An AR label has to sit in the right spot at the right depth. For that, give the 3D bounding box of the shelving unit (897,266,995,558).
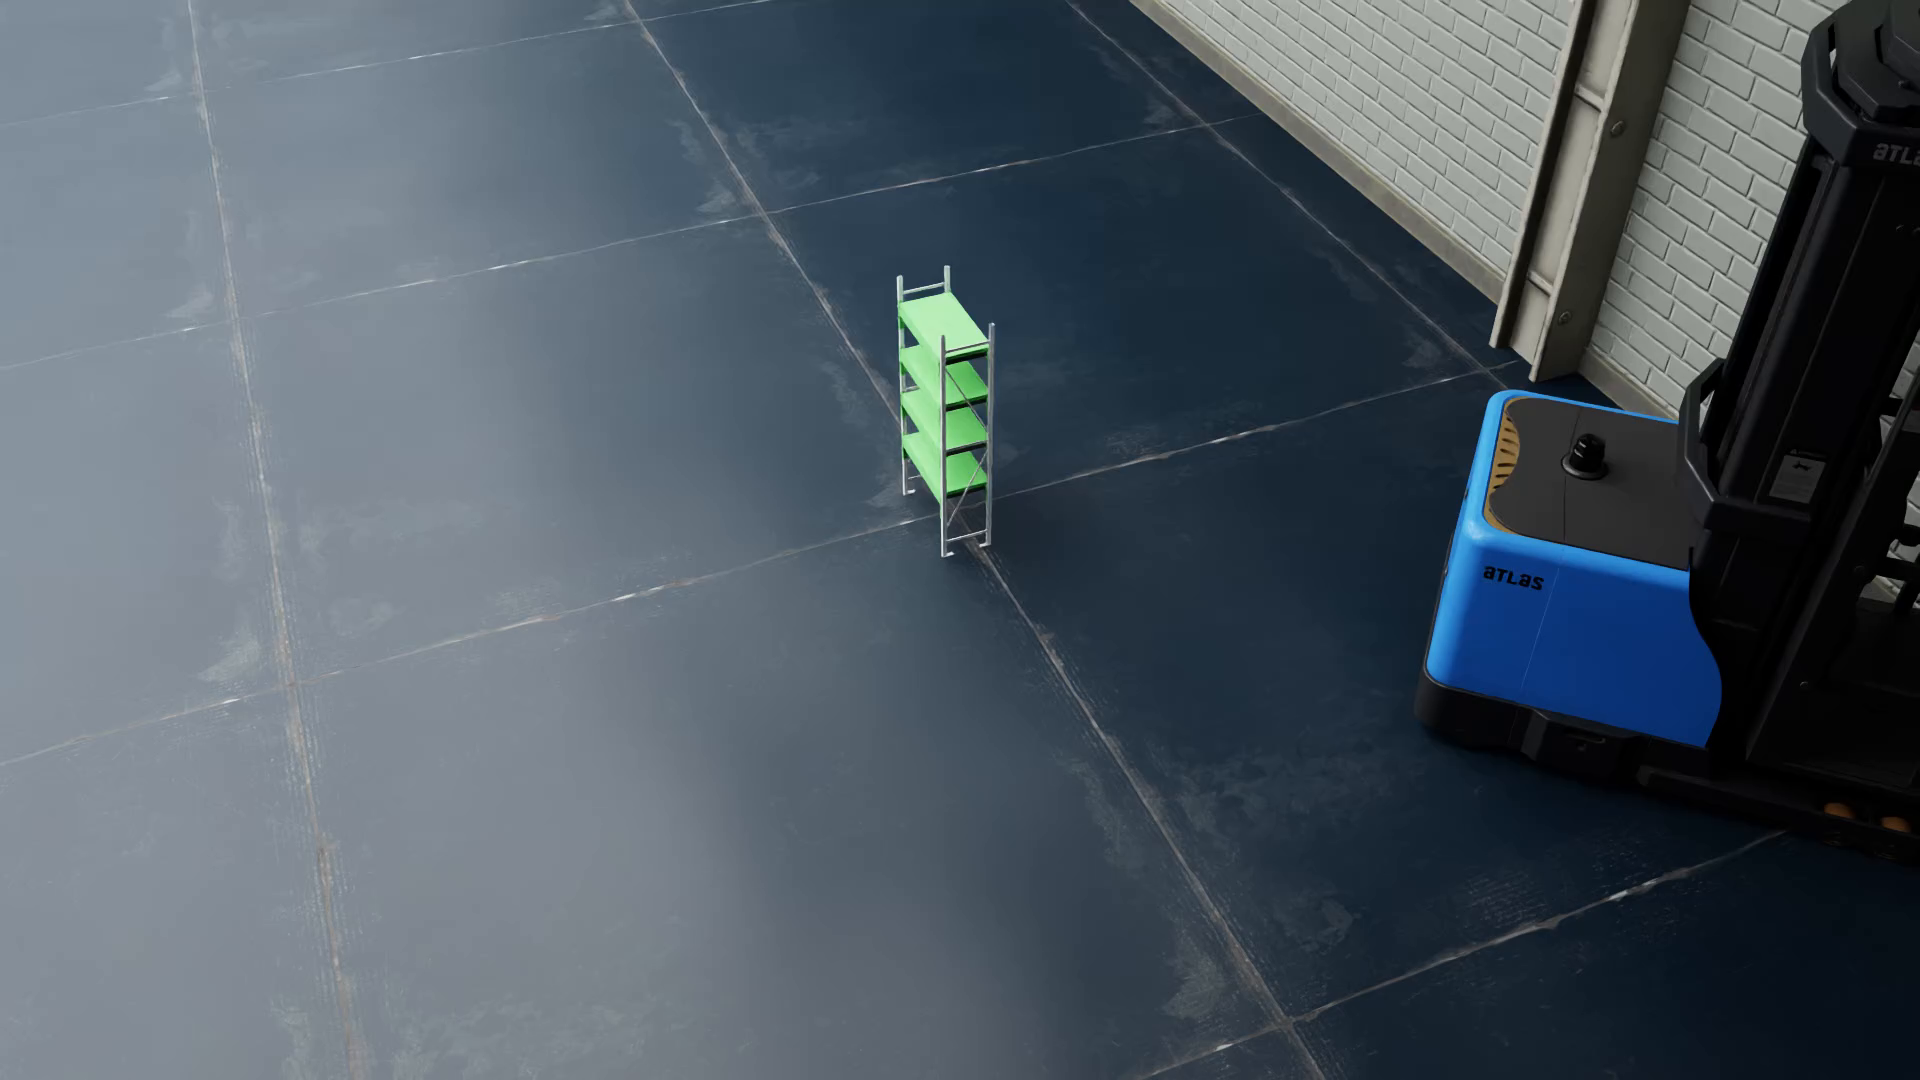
[{"bbox_3d":[-0.063,-0.555,7.393,0.258,1.200,0.503,-15,43,-17],"label":"shelving unit"}]

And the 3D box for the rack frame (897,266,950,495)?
[{"bbox_3d":[-0.157,-0.702,7.564,0.240,1.200,0.015,-15,43,-17],"label":"rack frame"}]

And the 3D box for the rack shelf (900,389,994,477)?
[{"bbox_3d":[-0.063,-0.506,7.435,0.258,0.148,0.480,-15,43,-17],"label":"rack shelf"}]

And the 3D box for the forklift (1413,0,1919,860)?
[{"bbox_3d":[3.412,-0.302,5.772,3.031,2.935,1.130,13,42,15],"label":"forklift"}]

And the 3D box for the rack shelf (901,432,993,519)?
[{"bbox_3d":[-0.063,-0.324,7.592,0.258,0.148,0.480,-15,43,-17],"label":"rack shelf"}]

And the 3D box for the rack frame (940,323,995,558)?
[{"bbox_3d":[0.030,-0.408,7.222,0.240,1.200,0.015,-15,43,-17],"label":"rack frame"}]

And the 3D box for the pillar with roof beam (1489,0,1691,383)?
[{"bbox_3d":[-0.935,-3.309,4.615,9.100,9.000,0.400,-15,43,-17],"label":"pillar with roof beam"}]

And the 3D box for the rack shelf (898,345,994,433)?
[{"bbox_3d":[-0.063,-0.688,7.279,0.258,0.148,0.480,-15,43,-17],"label":"rack shelf"}]

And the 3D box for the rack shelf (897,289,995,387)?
[{"bbox_3d":[-0.063,-0.870,7.122,0.258,0.148,0.480,-15,43,-17],"label":"rack shelf"}]
